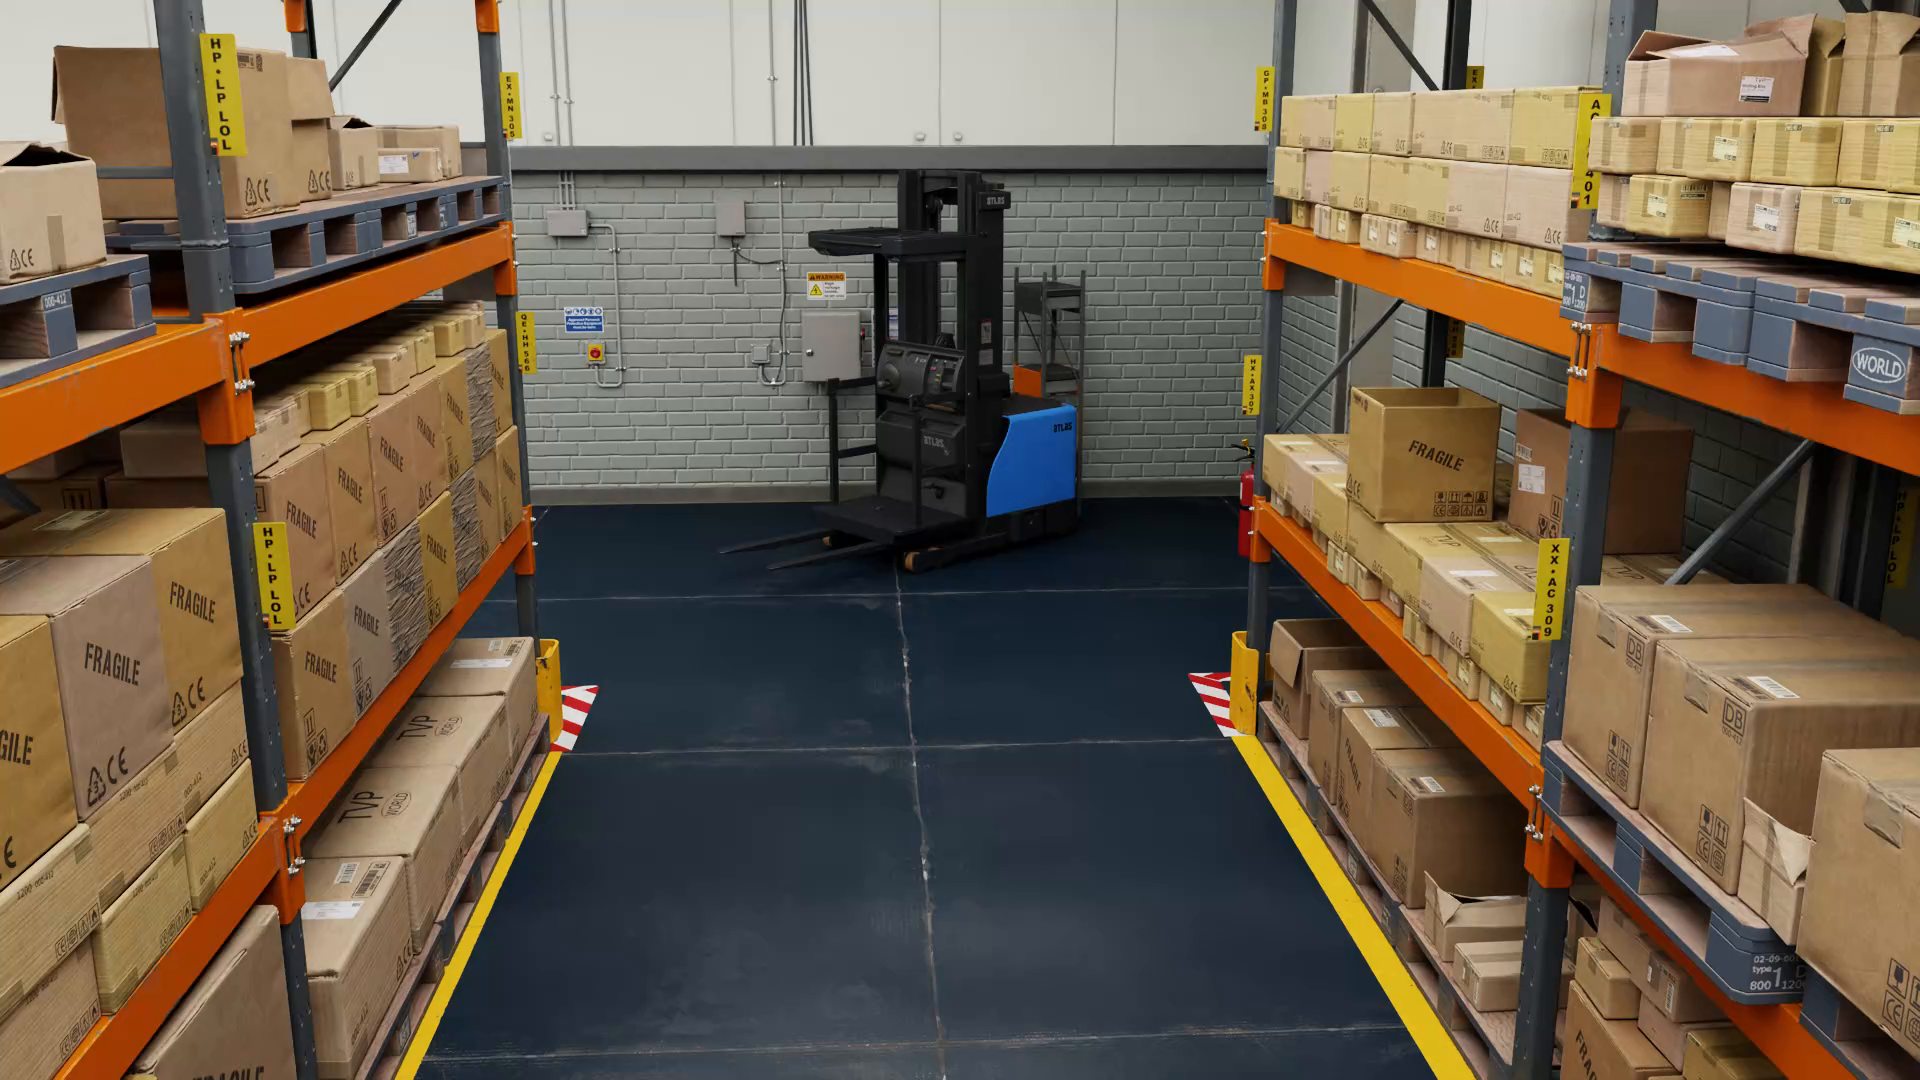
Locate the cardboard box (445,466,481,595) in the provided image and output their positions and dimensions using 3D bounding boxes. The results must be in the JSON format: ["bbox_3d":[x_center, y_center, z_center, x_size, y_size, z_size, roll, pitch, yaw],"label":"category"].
[{"bbox_3d":[-2.470,-0.034,7.437,0.500,0.500,0.500,0,14,-2],"label":"cardboard box"}]

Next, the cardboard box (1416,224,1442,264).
[{"bbox_3d":[2.023,-1.171,6.543,0.380,0.149,0.250,-1,14,-3],"label":"cardboard box"}]

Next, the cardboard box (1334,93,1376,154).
[{"bbox_3d":[1.966,-1.832,7.308,0.500,0.250,0.500,-1,14,-4],"label":"cardboard box"}]

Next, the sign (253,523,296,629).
[{"bbox_3d":[-2.033,0.108,4.924,0.100,0.325,0.005,-1,14,-3],"label":"sign"}]

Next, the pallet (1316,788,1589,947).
[{"bbox_3d":[2.260,1.439,7.511,1.003,0.211,1.213,-1,14,-3],"label":"pallet"}]

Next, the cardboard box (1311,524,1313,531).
[{"bbox_3d":[1.992,-0.097,8.386,0.380,0.149,0.250,-1,14,-4],"label":"cardboard box"}]

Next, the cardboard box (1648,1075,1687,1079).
[{"bbox_3d":[2.228,1.826,4.582,0.500,0.500,0.500,-1,14,-4],"label":"cardboard box"}]

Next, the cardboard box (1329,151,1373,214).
[{"bbox_3d":[1.958,-1.588,7.361,0.500,0.250,0.500,-1,14,-5],"label":"cardboard box"}]

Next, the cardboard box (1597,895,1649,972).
[{"bbox_3d":[2.197,1.205,5.100,0.380,0.149,0.250,-1,14,-4],"label":"cardboard box"}]

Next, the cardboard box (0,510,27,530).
[{"bbox_3d":[-2.834,0.222,4.437,0.500,0.500,0.500,-1,14,-3],"label":"cardboard box"}]

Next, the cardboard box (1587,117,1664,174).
[{"bbox_3d":[1.961,-1.083,4.558,0.380,0.149,0.250,0,14,-2],"label":"cardboard box"}]

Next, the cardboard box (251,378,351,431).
[{"bbox_3d":[-2.379,-0.478,5.854,0.380,0.149,0.250,-1,14,-4],"label":"cardboard box"}]

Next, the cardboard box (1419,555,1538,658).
[{"bbox_3d":[2.059,0.244,6.260,0.500,0.250,0.500,-1,14,-3],"label":"cardboard box"}]

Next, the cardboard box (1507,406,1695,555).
[{"bbox_3d":[2.553,-0.246,6.661,0.500,0.500,0.500,-1,14,-5],"label":"cardboard box"}]

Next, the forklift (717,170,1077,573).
[{"bbox_3d":[-0.463,-1.313,12.747,3.031,2.935,1.130,-13,19,-41],"label":"forklift"}]

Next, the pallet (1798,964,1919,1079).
[{"bbox_3d":[2.503,1.167,3.355,1.003,0.211,1.213,-1,14,-3],"label":"pallet"}]

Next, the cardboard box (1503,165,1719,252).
[{"bbox_3d":[2.100,-1.077,5.377,0.500,0.250,0.500,-1,14,-3],"label":"cardboard box"}]

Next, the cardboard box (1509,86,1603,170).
[{"bbox_3d":[2.108,-1.325,5.337,0.500,0.250,0.500,-1,14,-3],"label":"cardboard box"}]

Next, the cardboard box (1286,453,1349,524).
[{"bbox_3d":[1.923,-0.261,8.224,0.500,0.250,0.500,-1,14,-3],"label":"cardboard box"}]

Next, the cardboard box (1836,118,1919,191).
[{"bbox_3d":[2.138,-0.827,3.566,0.380,0.149,0.250,-1,14,-3],"label":"cardboard box"}]

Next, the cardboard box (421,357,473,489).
[{"bbox_3d":[-2.465,-0.518,7.312,0.500,0.500,0.500,-1,14,-4],"label":"cardboard box"}]

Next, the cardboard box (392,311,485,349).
[{"bbox_3d":[-2.460,-0.989,7.842,0.380,0.149,0.250,-1,14,-4],"label":"cardboard box"}]

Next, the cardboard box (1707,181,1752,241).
[{"bbox_3d":[2.096,-0.813,4.107,0.380,0.149,0.250,-1,14,-3],"label":"cardboard box"}]

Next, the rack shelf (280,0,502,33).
[{"bbox_3d":[-2.698,-2.220,6.341,1.077,0.370,4.000,-1,14,-3],"label":"rack shelf"}]

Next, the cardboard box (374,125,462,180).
[{"bbox_3d":[-2.704,-1.875,8.033,0.500,0.250,0.500,-2,15,-9],"label":"cardboard box"}]

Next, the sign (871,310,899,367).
[{"bbox_3d":[-0.609,-1.765,14.558,0.329,0.494,0.001,-1,14,-3],"label":"sign"}]

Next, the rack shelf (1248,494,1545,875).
[{"bbox_3d":[2.256,0.414,7.341,1.077,0.370,4.000,-1,14,-3],"label":"rack shelf"}]

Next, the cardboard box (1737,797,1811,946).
[{"bbox_3d":[2.083,0.776,3.916,0.396,0.266,0.258,0,14,-1],"label":"cardboard box"}]

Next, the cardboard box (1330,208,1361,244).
[{"bbox_3d":[1.897,-1.422,7.519,0.380,0.149,0.250,-1,14,-4],"label":"cardboard box"}]

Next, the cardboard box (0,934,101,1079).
[{"bbox_3d":[-2.252,1.073,3.635,0.500,0.250,0.500,-1,14,-5],"label":"cardboard box"}]

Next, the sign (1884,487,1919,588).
[{"bbox_3d":[2.934,-0.007,5.210,0.100,0.325,0.005,-1,14,-3],"label":"sign"}]

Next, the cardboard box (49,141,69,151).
[{"bbox_3d":[-2.933,-1.153,5.193,0.396,0.266,0.258,0,14,-2],"label":"cardboard box"}]

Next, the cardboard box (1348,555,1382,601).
[{"bbox_3d":[1.946,0.162,7.380,0.380,0.149,0.250,-1,14,-2],"label":"cardboard box"}]

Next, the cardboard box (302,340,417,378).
[{"bbox_3d":[-2.468,-0.733,6.845,0.380,0.149,0.250,0,14,-2],"label":"cardboard box"}]

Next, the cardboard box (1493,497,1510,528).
[{"bbox_3d":[2.514,-0.011,7.254,0.500,0.250,0.500,-1,14,-4],"label":"cardboard box"}]

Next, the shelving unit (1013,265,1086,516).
[{"bbox_3d":[0.752,-1.260,14.211,0.431,2.100,0.503,-7,16,-26],"label":"shelving unit"}]

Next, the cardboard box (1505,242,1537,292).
[{"bbox_3d":[2.051,-0.914,5.542,0.380,0.149,0.250,-1,14,-4],"label":"cardboard box"}]

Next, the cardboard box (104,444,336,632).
[{"bbox_3d":[-2.362,-0.014,5.354,0.500,0.500,0.500,-1,14,-3],"label":"cardboard box"}]

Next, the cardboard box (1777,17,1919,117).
[{"bbox_3d":[2.467,-1.289,4.530,0.396,0.266,0.258,-1,14,-4],"label":"cardboard box"}]

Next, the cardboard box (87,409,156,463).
[{"bbox_3d":[-2.819,-0.345,5.338,0.380,0.149,0.250,-1,14,-2],"label":"cardboard box"}]

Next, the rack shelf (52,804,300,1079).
[{"bbox_3d":[-2.450,1.487,3.173,1.077,0.370,4.000,-1,14,-3],"label":"rack shelf"}]

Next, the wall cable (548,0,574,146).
[{"bbox_3d":[-3.455,-4.670,13.617,0.463,3.000,0.029,-1,14,-3],"label":"wall cable"}]

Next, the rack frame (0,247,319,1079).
[{"bbox_3d":[-2.574,0.641,5.016,1.000,3.000,0.127,-1,14,-3],"label":"rack frame"}]

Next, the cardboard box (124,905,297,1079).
[{"bbox_3d":[-2.456,1.619,4.634,0.875,0.875,0.875,0,14,-2],"label":"cardboard box"}]

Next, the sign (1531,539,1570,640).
[{"bbox_3d":[1.839,0.154,5.170,0.100,0.325,0.005,-1,14,-3],"label":"sign"}]

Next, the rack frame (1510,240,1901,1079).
[{"bbox_3d":[2.380,0.563,5.318,1.000,3.000,0.127,-1,14,-3],"label":"rack frame"}]

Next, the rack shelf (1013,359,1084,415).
[{"bbox_3d":[0.752,-1.247,14.214,0.431,0.518,0.480,-7,16,-26],"label":"rack shelf"}]

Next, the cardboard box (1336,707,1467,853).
[{"bbox_3d":[2.023,1.075,7.501,0.500,0.500,0.500,-1,14,-2],"label":"cardboard box"}]

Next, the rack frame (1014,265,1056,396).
[{"bbox_3d":[0.644,-1.315,14.422,0.400,2.100,0.015,-7,16,-26],"label":"rack frame"}]

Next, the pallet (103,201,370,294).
[{"bbox_3d":[-2.614,-0.973,5.445,1.003,0.211,1.213,-1,14,-3],"label":"pallet"}]

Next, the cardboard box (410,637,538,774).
[{"bbox_3d":[-2.681,0.846,8.518,0.875,0.438,0.875,-1,14,-5],"label":"cardboard box"}]

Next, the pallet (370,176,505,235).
[{"bbox_3d":[-2.765,-1.579,7.804,1.003,0.211,1.213,-1,14,-3],"label":"pallet"}]

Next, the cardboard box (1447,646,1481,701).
[{"bbox_3d":[2.030,0.481,6.142,0.380,0.149,0.250,-1,14,-2],"label":"cardboard box"}]

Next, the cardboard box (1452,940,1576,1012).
[{"bbox_3d":[2.052,1.606,6.142,0.380,0.149,0.250,-1,14,-5],"label":"cardboard box"}]

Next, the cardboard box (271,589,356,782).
[{"bbox_3d":[-2.342,0.472,5.473,0.500,0.500,0.500,0,14,-2],"label":"cardboard box"}]
